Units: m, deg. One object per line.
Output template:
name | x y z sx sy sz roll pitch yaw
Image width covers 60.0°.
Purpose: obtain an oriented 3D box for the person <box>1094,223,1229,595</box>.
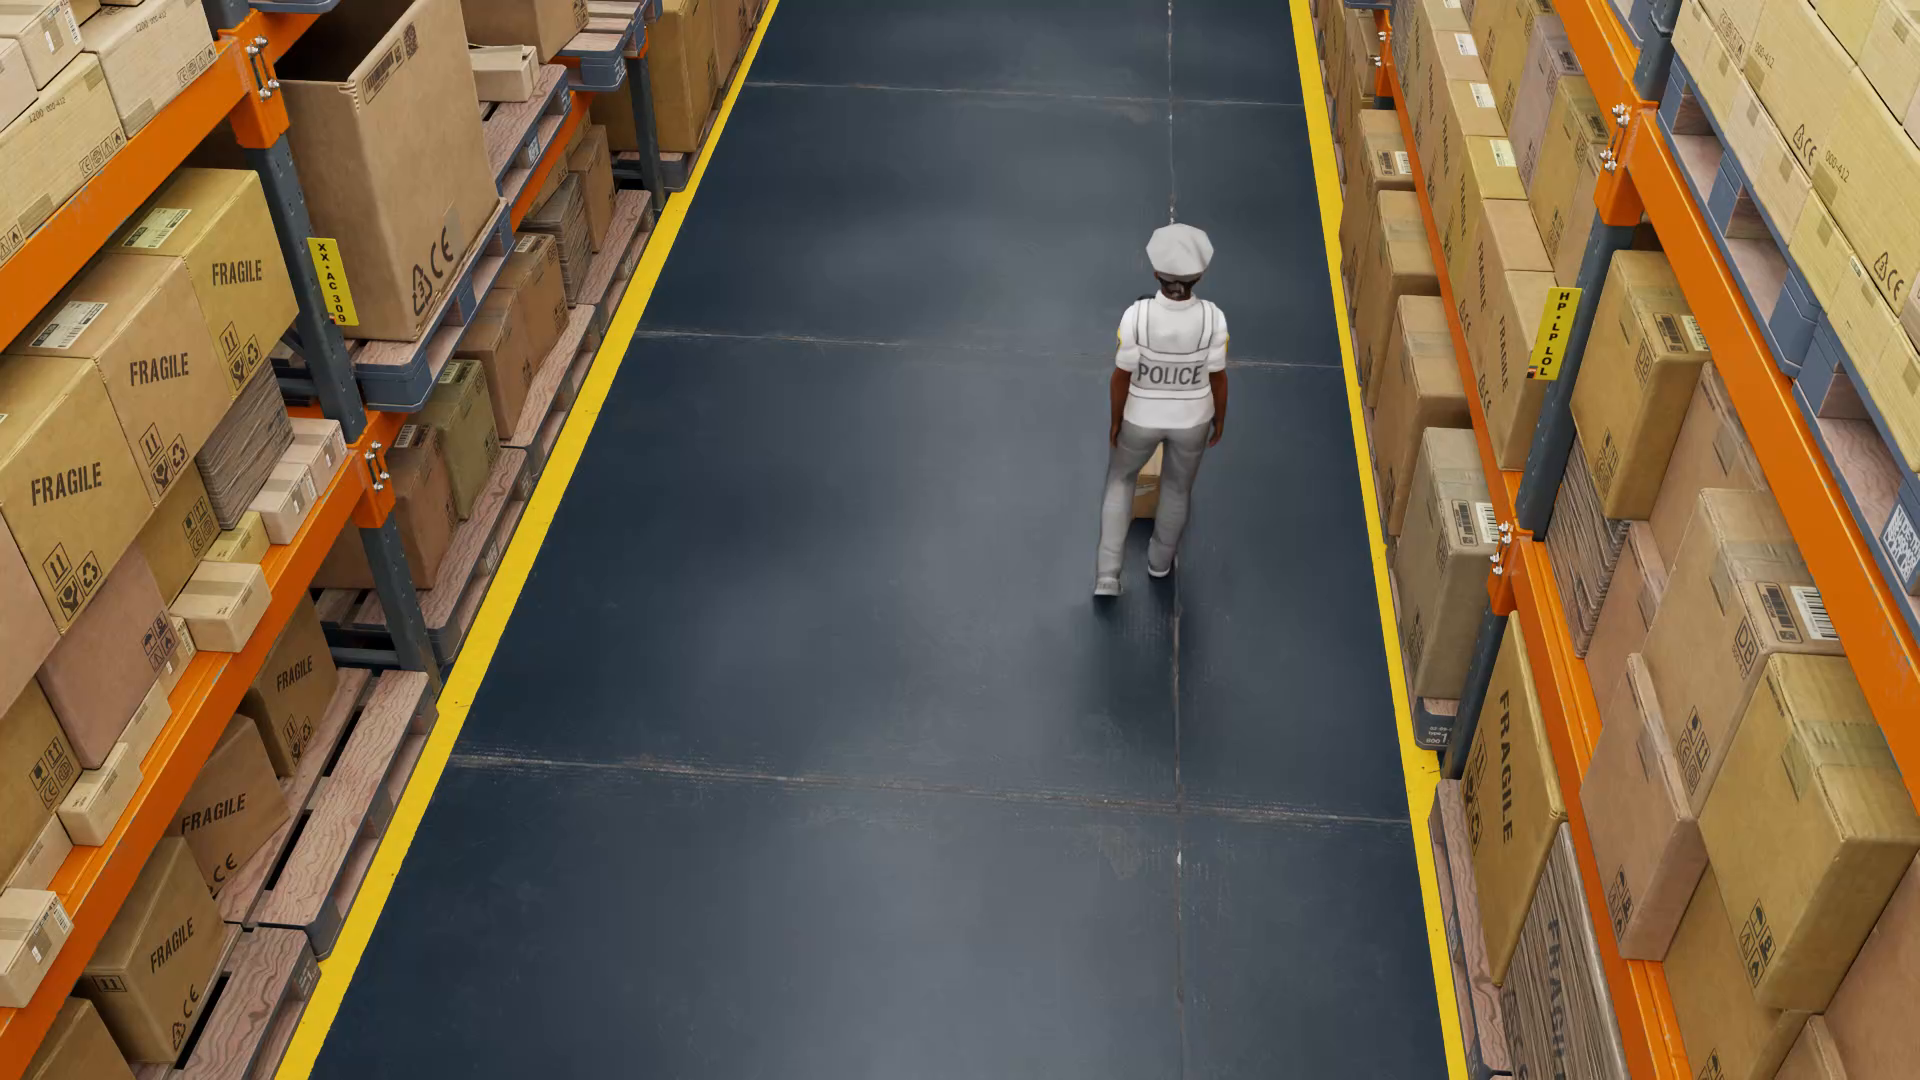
person | 0.830 -0.492 6.743 0.481 1.718 0.475 3 40 4
